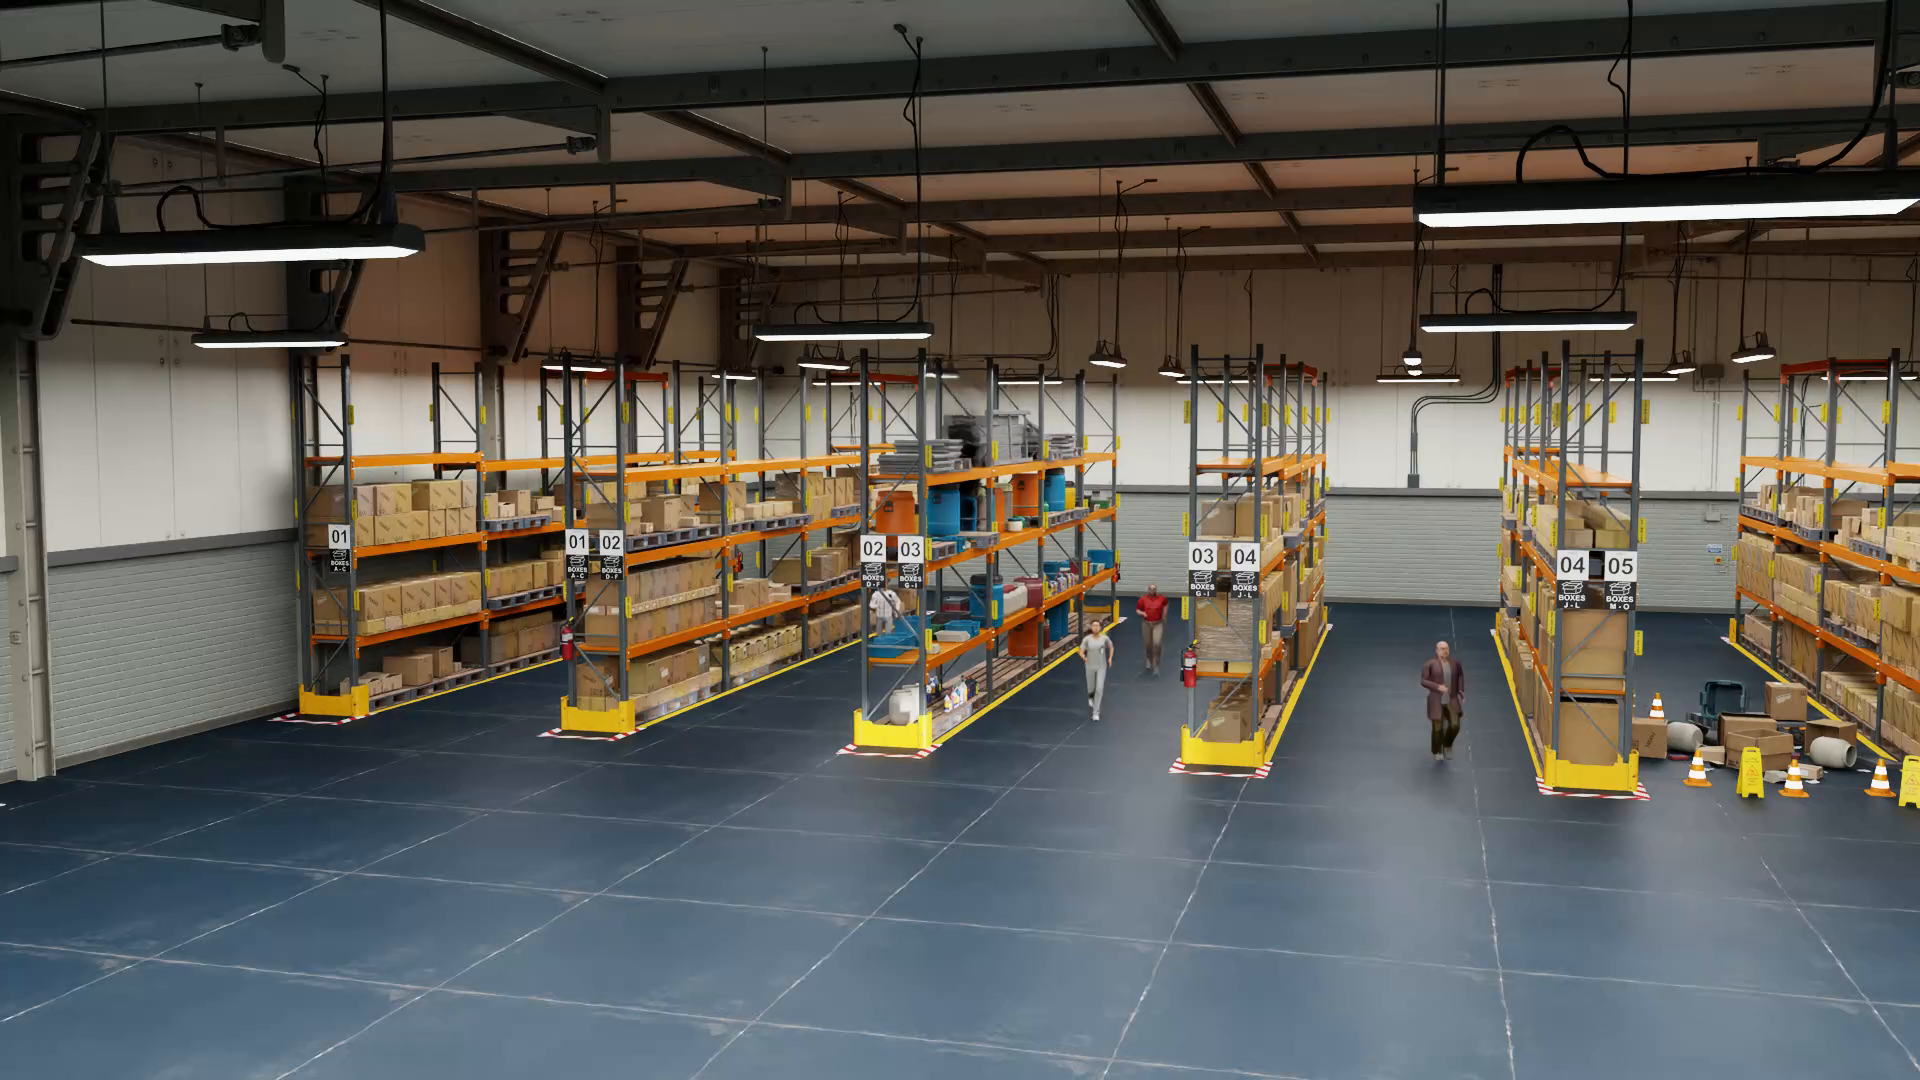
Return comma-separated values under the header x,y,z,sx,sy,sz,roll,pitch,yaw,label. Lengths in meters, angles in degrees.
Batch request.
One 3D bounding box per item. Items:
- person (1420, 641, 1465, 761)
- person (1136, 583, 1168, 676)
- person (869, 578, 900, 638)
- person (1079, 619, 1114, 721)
x,y,z,sx,sy,sz,roll,pitch,yaw,label
6.959,2.330,23.899,0.683,1.743,0.686,0,4,0,person
3.738,1.710,32.417,0.608,1.767,0.909,1,4,12,person
-1.537,1.598,33.892,0.615,1.696,0.876,0,4,3,person
2.263,2.126,27.482,0.583,1.635,0.894,0,4,3,person
